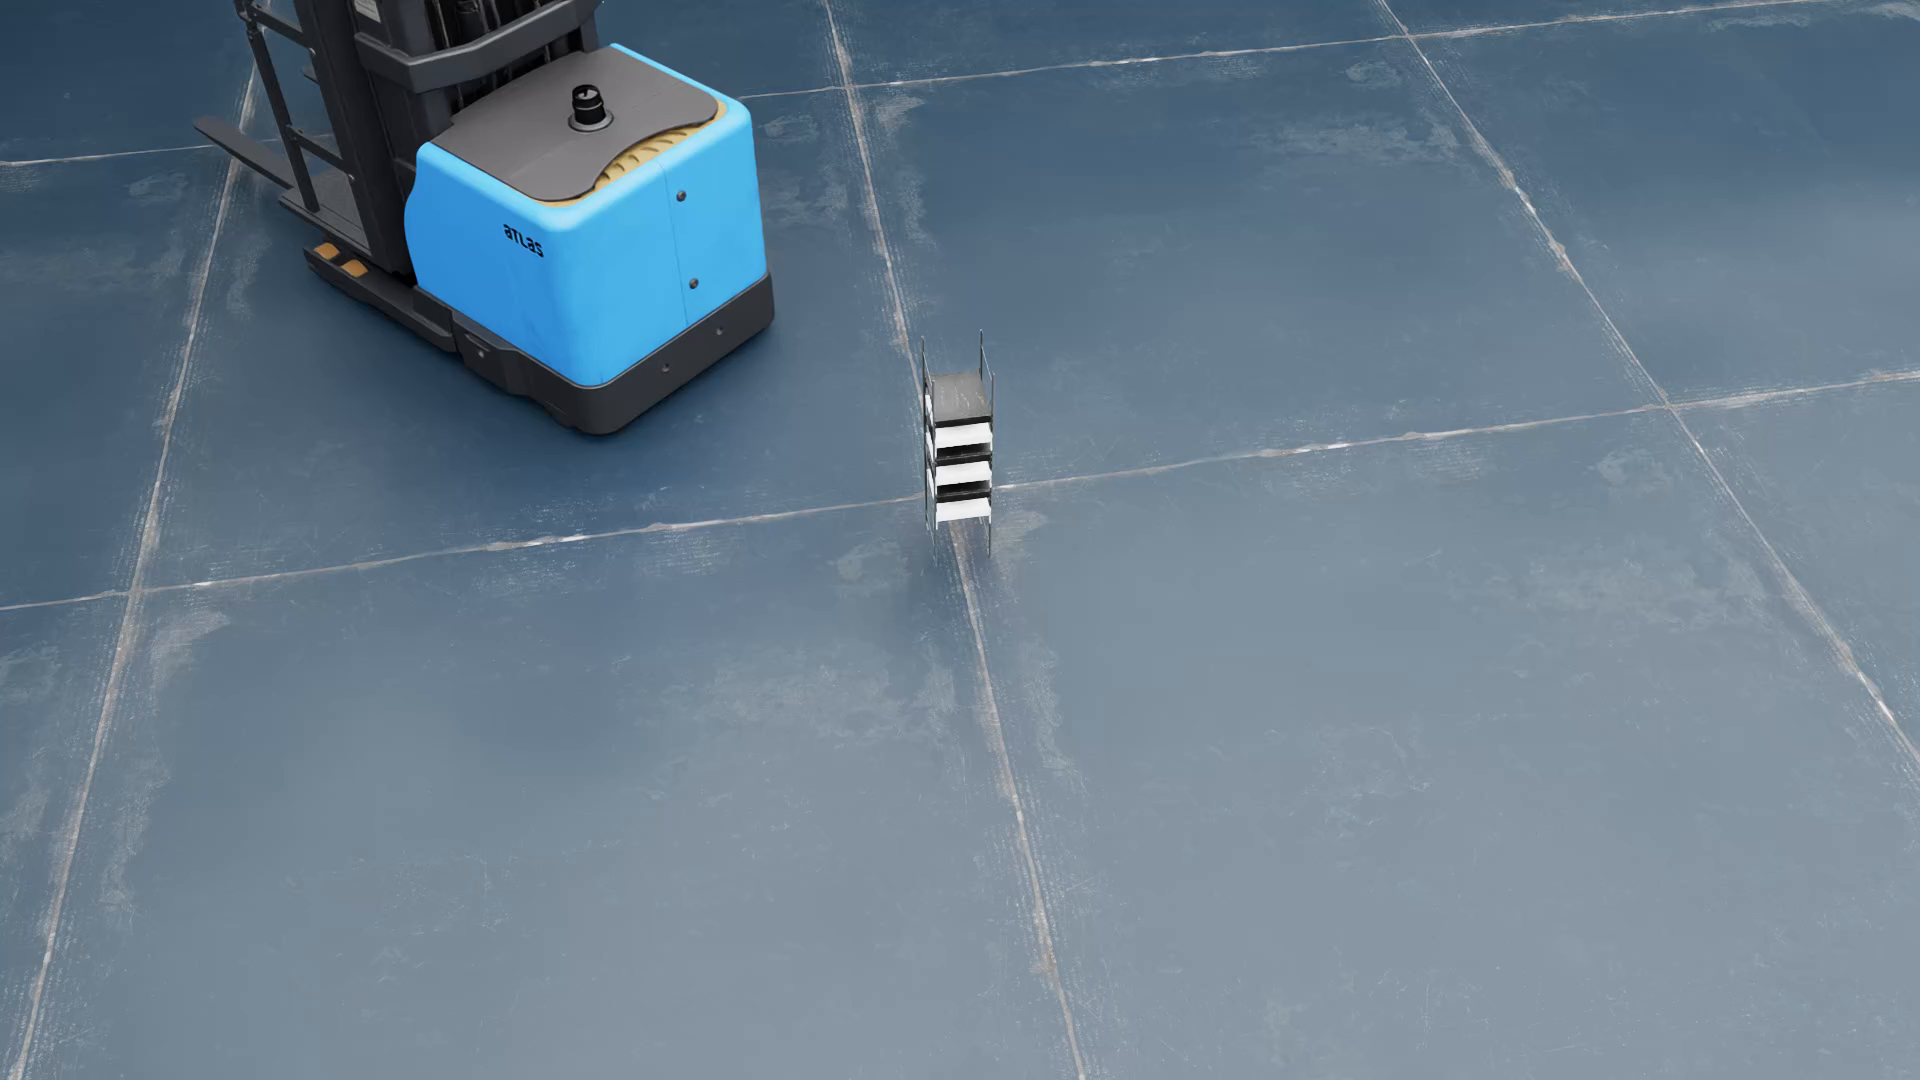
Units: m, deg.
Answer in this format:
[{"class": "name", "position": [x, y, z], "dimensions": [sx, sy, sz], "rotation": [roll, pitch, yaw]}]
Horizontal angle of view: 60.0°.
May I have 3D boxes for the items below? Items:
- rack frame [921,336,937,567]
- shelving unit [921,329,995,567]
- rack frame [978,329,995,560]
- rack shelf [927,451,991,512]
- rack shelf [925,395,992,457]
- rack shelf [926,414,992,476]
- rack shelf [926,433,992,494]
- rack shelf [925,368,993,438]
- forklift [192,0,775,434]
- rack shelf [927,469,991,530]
[{"class": "rack frame", "position": [-0.108, -0.299, 5.913], "dimensions": [0.006, 0.900, 0.240], "rotation": [-7, 46, -7]}, {"class": "shelving unit", "position": [-0.008, -0.311, 5.925], "dimensions": [0.210, 0.900, 0.258], "rotation": [-7, 46, -7]}, {"class": "rack frame", "position": [0.092, -0.324, 5.937], "dimensions": [0.006, 0.900, 0.240], "rotation": [-7, 46, -7]}, {"class": "rack shelf", "position": [-0.008, -0.226, 6.014], "dimensions": [0.200, 0.077, 0.258], "rotation": [-7, 46, -7]}, {"class": "rack shelf", "position": [-0.008, -0.413, 5.819], "dimensions": [0.200, 0.077, 0.258], "rotation": [-7, 46, -7]}, {"class": "rack shelf", "position": [-0.008, -0.351, 5.884], "dimensions": [0.200, 0.077, 0.258], "rotation": [-7, 46, -7]}, {"class": "rack shelf", "position": [-0.008, -0.288, 5.949], "dimensions": [0.200, 0.077, 0.258], "rotation": [-7, 46, -7]}, {"class": "rack shelf", "position": [-0.008, -0.475, 5.755], "dimensions": [0.200, 0.077, 0.258], "rotation": [-7, 46, -7]}, {"class": "forklift", "position": [-2.246, -2.335, 6.464], "dimensions": [3.031, 2.935, 1.130], "rotation": [31, 53, 26]}, {"class": "rack shelf", "position": [-0.008, -0.163, 6.079], "dimensions": [0.200, 0.077, 0.258], "rotation": [-7, 46, -7]}]
